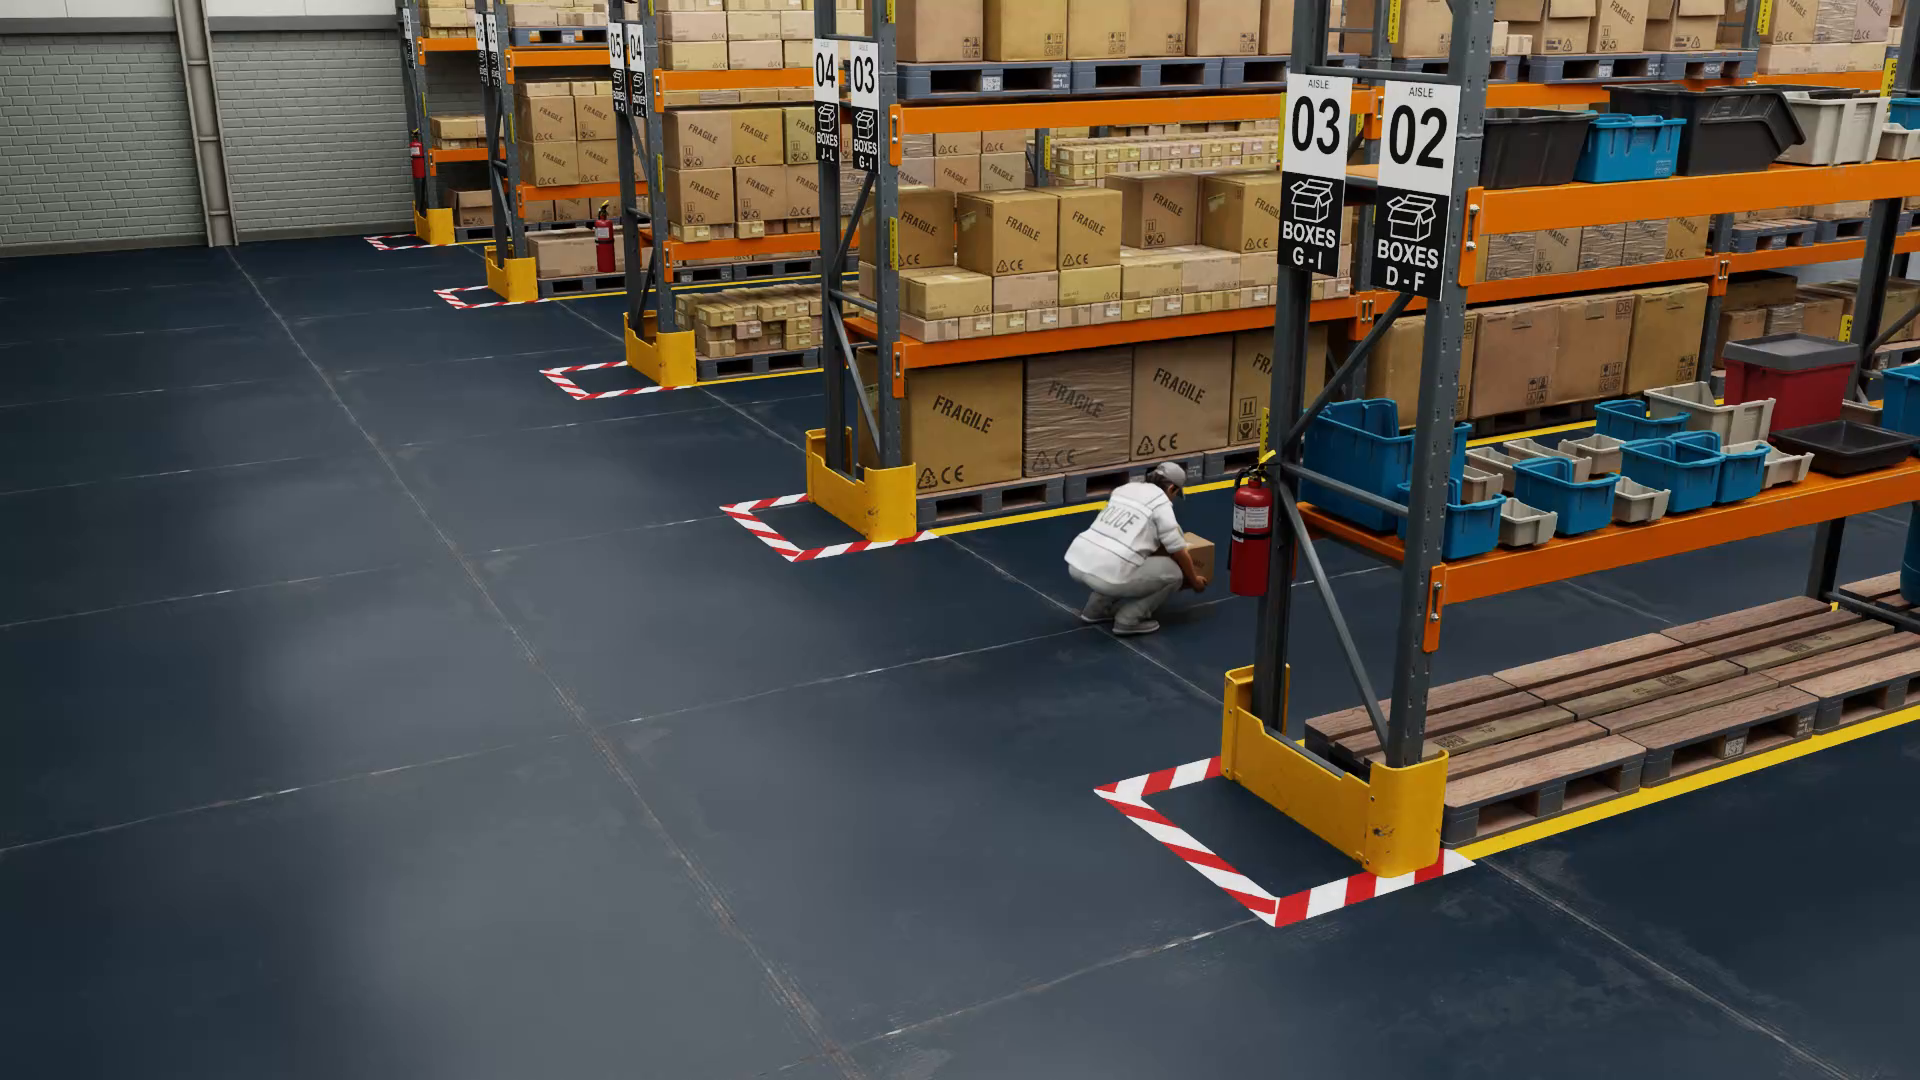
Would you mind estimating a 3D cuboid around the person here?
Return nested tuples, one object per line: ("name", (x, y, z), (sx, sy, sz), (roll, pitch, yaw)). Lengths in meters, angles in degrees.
("person", (1.011, 0.046, 9.584), (0.841, 0.939, 0.529), (-10, 21, -27))
